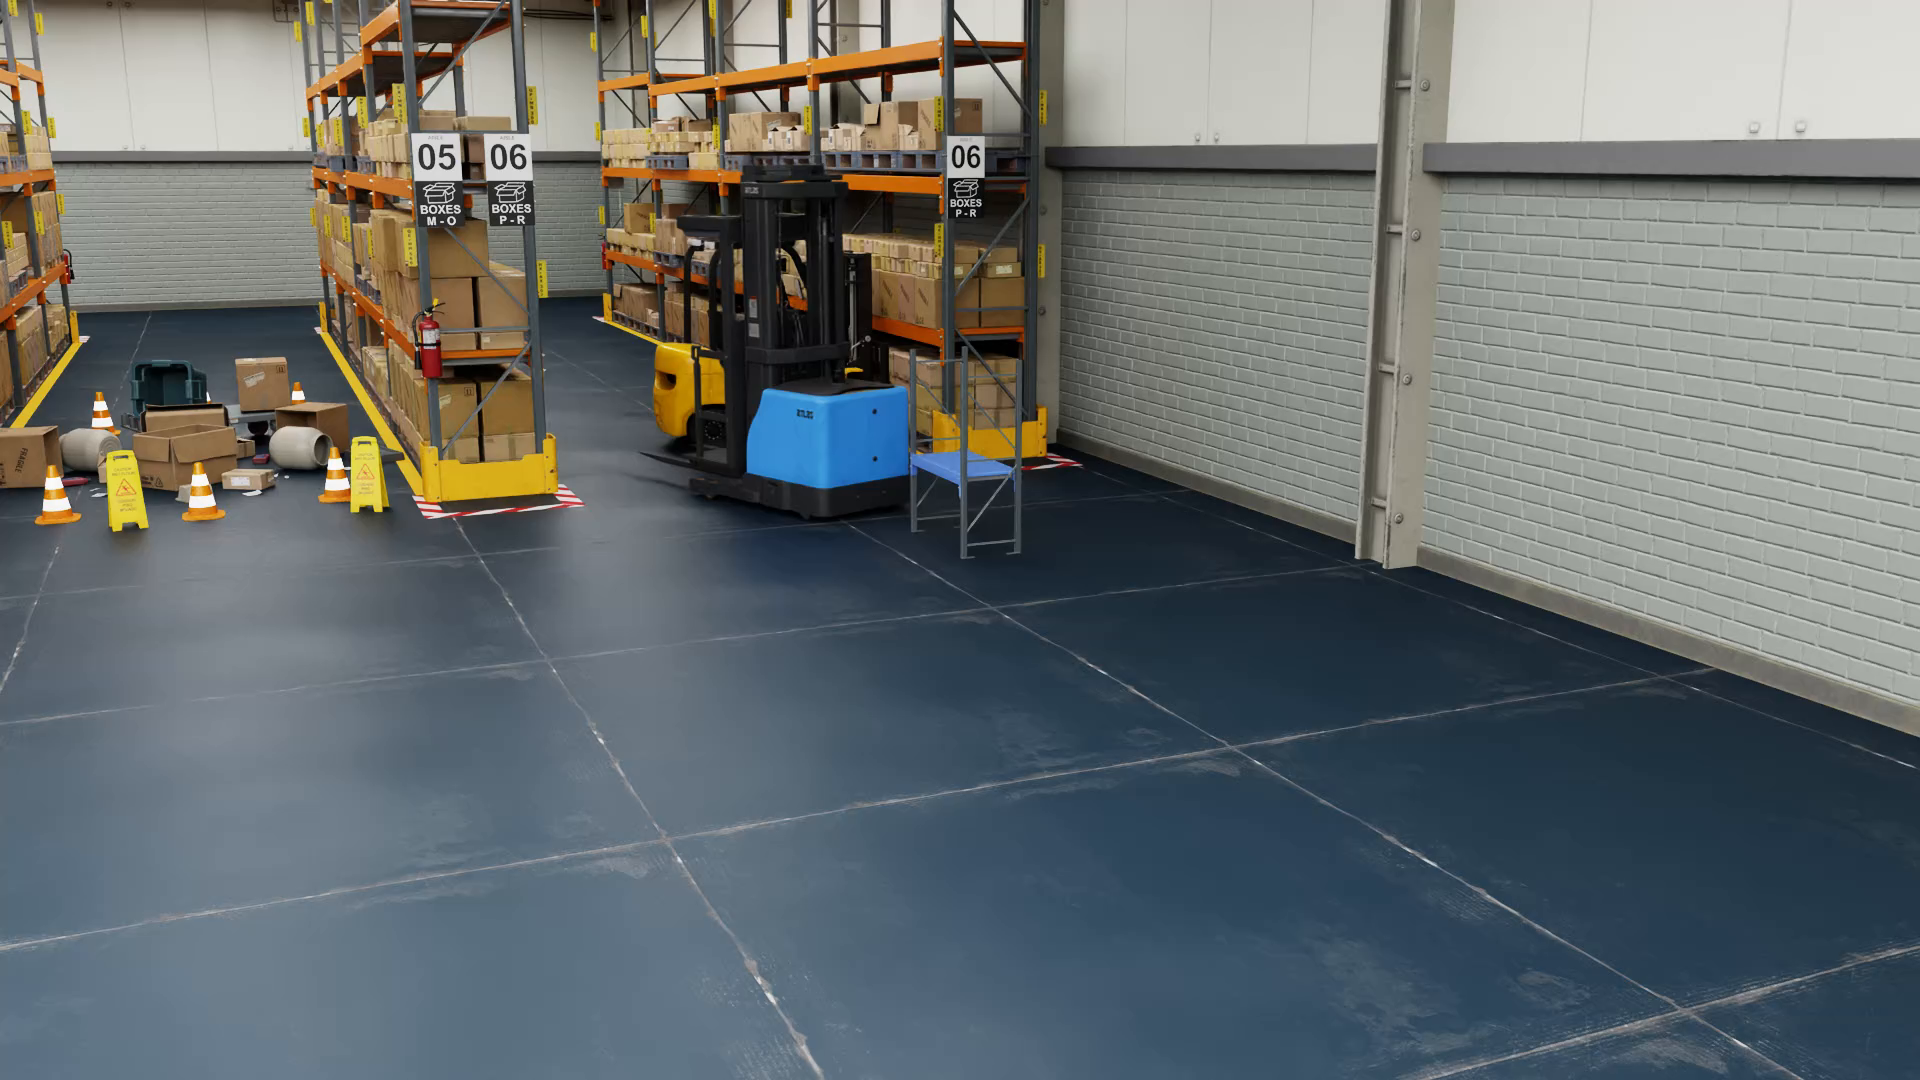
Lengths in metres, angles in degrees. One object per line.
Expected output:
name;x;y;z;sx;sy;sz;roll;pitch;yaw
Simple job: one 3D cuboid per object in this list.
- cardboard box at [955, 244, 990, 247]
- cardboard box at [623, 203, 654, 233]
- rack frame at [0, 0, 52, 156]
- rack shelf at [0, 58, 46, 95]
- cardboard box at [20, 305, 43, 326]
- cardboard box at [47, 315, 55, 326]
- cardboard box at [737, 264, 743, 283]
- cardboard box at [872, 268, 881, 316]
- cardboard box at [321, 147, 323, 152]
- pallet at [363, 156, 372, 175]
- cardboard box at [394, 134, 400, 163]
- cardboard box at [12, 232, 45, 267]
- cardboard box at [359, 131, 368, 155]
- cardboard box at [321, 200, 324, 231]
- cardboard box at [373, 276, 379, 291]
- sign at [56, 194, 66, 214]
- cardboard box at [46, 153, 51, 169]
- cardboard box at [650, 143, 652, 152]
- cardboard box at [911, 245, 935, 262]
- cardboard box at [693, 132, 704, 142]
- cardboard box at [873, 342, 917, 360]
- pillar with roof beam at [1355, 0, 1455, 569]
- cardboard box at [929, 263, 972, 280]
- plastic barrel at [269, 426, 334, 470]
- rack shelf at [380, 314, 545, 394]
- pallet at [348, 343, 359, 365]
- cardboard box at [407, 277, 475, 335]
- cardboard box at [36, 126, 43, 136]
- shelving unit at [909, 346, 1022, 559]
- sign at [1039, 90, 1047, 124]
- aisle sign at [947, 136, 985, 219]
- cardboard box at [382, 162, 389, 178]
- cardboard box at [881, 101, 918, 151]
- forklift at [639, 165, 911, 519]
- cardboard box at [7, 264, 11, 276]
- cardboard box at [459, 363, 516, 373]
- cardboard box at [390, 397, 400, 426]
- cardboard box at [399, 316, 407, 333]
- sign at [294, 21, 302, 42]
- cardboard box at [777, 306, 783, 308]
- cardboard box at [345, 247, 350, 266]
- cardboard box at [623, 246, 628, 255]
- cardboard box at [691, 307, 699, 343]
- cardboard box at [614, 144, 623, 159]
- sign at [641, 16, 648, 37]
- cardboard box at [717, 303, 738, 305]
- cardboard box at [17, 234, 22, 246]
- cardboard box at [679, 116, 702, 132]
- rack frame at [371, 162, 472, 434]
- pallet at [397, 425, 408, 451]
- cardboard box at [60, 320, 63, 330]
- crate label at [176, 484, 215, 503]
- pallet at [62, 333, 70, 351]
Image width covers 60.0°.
cardboard box;0.169;-3.022;17.453;0.380;0.149;0.250;-5;14;-22
cardboard box;-5.572;-5.628;29.044;0.500;0.500;0.500;-5;14;-22
rack frame;-15.150;-7.624;26.355;1.000;3.000;0.127;-6;14;-23
rack shelf;-14.349;-6.859;24.651;1.077;0.370;4.000;-6;14;-23
cardboard box;-13.018;-3.096;23.044;0.500;0.250;0.500;-6;14;-24
cardboard box;-13.851;-3.292;25.015;0.380;0.149;0.250;-5;14;-22
cardboard box;-2.753;-3.675;22.927;0.500;0.250;0.500;-6;14;-24
cardboard box;-0.753;-2.756;18.405;0.500;0.500;0.500;-6;14;-23
cardboard box;-9.708;-6.093;25.795;0.380;0.149;0.250;-5;14;-22
pallet;-5.998;-4.197;18.617;1.213;0.211;1.003;-6;14;-23
cardboard box;-4.886;-3.584;15.222;0.500;0.250;0.500;-6;14;-24
cardboard box;-13.515;-4.194;23.956;0.500;0.500;0.500;-6;14;-24
cardboard box;-7.080;-4.830;20.712;0.700;0.500;0.500;-6;14;-23
cardboard box;-10.096;-5.266;27.030;0.500;0.500;0.500;-6;14;-23
cardboard box;-6.533;-2.960;19.132;0.380;0.149;0.250;-6;14;-24
sign;-14.633;-5.466;27.064;0.100;0.325;0.005;-6;14;-23
cardboard box;-14.514;-5.915;25.955;0.500;0.250;0.500;-6;14;-23
cardboard box;-4.751;-6.287;26.633;0.380;0.149;0.250;-5;14;-22
cardboard box;-0.293;-2.977;17.262;0.380;0.149;0.250;-5;14;-22
cardboard box;-3.729;-5.954;24.578;0.380;0.149;0.250;-6;14;-24
cardboard box;-0.787;-2.046;18.506;0.500;0.250;0.500;-6;14;-24
pillar with roof beam;-0.693;-3.832;9.972;9.100;9.000;0.400;-6;14;-23
cardboard box;-0.095;-2.724;16.827;0.380;0.149;0.250;-5;14;-22
plastic barrel;-6.460;-0.899;16.314;0.512;0.421;0.421;4;14;16
rack shelf;-5.047;-1.927;16.637;1.077;0.370;4.000;-6;14;-23
pallet;-8.674;-2.832;25.138;1.003;0.211;1.213;-6;14;-23
cardboard box;-4.716;-2.145;15.103;0.500;0.500;0.500;-6;14;-24
cardboard box;-14.430;-6.328;25.746;0.380;0.149;0.250;-5;14;-22
shelving unit;0.034;-0.713;13.125;0.538;1.500;1.048;-6;14;-23
sign;0.812;-4.288;16.477;0.100;0.325;0.005;-6;14;-23
aisle sign;0.058;-3.539;16.245;0.394;0.787;0.004;-6;14;-23
cardboard box;-5.512;-3.668;16.472;0.380;0.149;0.250;-6;14;-24
cardboard box;-0.418;-4.366;17.556;0.700;0.500;0.500;-6;14;-23
forklift;-1.809;-1.866;14.934;1.130;2.935;3.031;-12;18;-42
cardboard box;-12.265;-3.408;21.070;0.380;0.149;0.250;-5;14;-20
cardboard box;-4.732;-1.503;16.714;0.500;0.500;0.500;-5;14;-22
cardboard box;-5.859;-1.409;17.972;0.500;0.250;0.500;-6;14;-26
cardboard box;-5.385;-2.159;16.604;0.380;0.149;0.250;-6;14;-23
sign;-11.166;-8.576;28.043;0.100;0.325;0.005;-6;14;-23
cardboard box;-2.827;-3.404;24.601;0.380;0.149;0.250;-5;14;-20
cardboard box;-8.086;-3.870;22.662;0.500;0.250;0.500;-6;14;-24
cardboard box;-5.758;-5.133;29.452;0.380;0.149;0.250;-6;14;-25
cardboard box;-3.898;-3.338;25.754;0.500;0.500;0.500;-6;14;-25
cardboard box;-5.765;-6.825;29.229;0.500;0.250;0.500;-6;14;-25
sign;-5.011;-8.163;26.437;0.100;0.325;0.005;-6;14;-23
cardboard box;-3.536;-3.460;24.840;0.380;0.149;0.250;-6;14;-25
cardboard box;-12.998;-4.073;22.621;0.380;0.149;0.250;-6;14;-25
cardboard box;-4.321;-6.674;26.728;0.396;0.266;0.258;-6;14;-24
rack frame;-5.848;-2.690;18.341;1.000;3.000;0.127;-6;14;-23
pallet;-5.547;-1.196;18.070;1.003;0.211;1.213;-6;14;-23
cardboard box;-14.248;-3.366;25.992;0.380;0.149;0.250;-5;14;-22
crate label;-6.853;-0.428;14.915;0.298;0.136;0.250;9;16;35
pallet;-14.827;-3.156;26.539;1.003;0.211;1.213;-6;14;-23
